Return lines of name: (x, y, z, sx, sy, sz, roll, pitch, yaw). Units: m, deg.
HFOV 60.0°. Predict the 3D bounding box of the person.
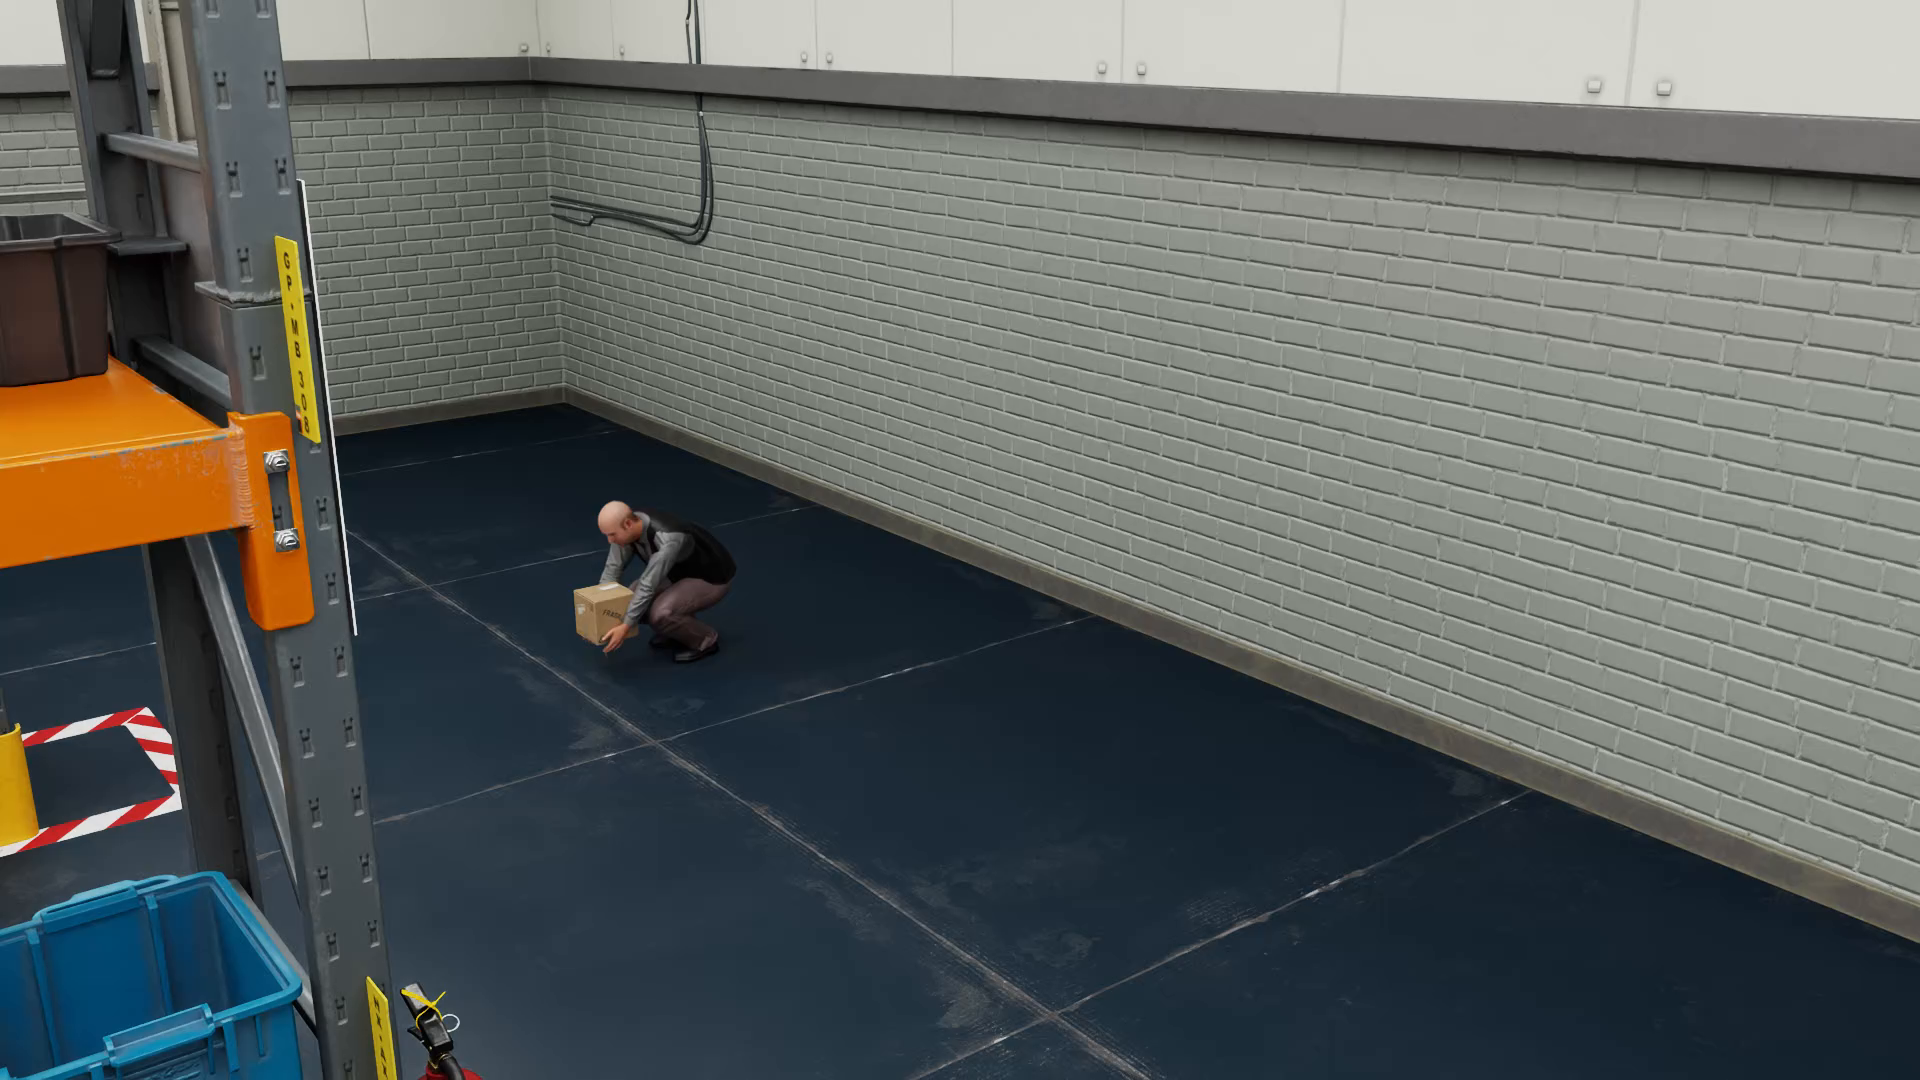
person: (-1.669, 0.196, 9.245, 0.874, 0.968, 0.520, -14, 22, -37)
